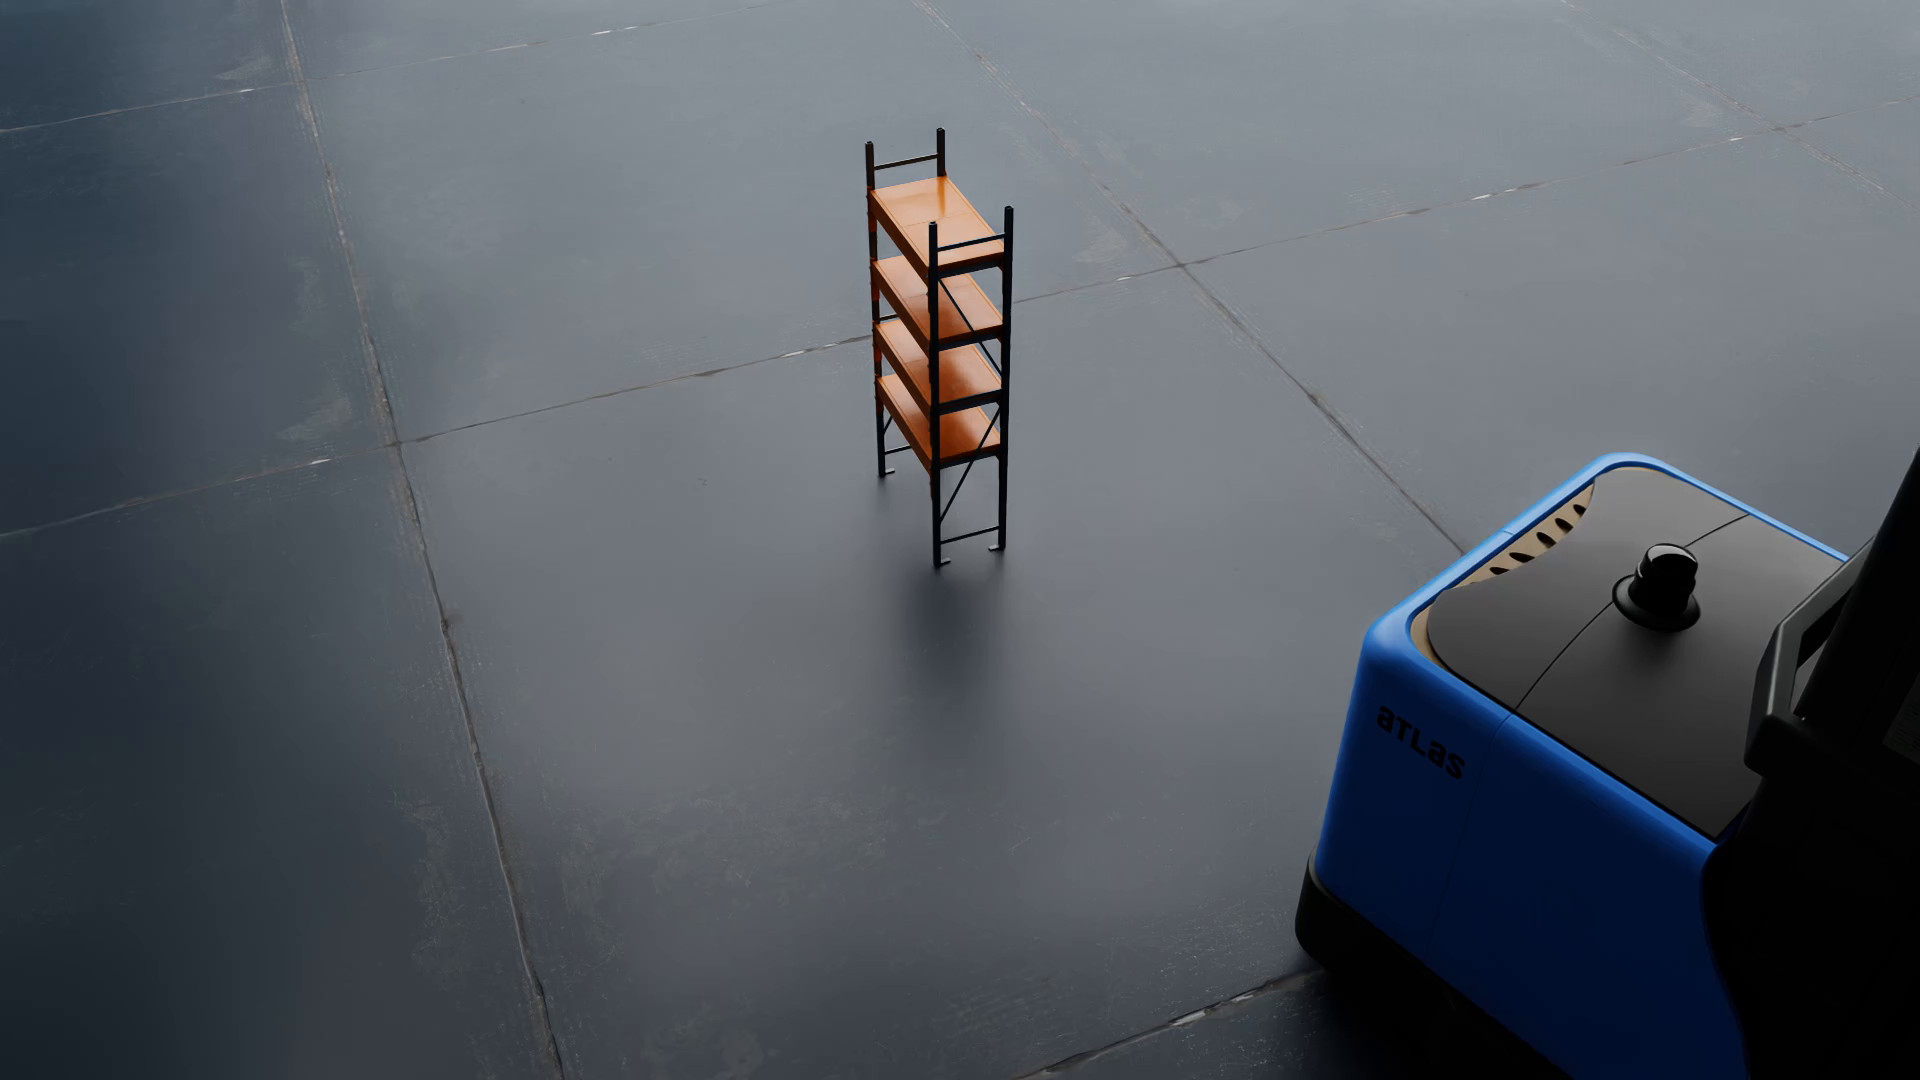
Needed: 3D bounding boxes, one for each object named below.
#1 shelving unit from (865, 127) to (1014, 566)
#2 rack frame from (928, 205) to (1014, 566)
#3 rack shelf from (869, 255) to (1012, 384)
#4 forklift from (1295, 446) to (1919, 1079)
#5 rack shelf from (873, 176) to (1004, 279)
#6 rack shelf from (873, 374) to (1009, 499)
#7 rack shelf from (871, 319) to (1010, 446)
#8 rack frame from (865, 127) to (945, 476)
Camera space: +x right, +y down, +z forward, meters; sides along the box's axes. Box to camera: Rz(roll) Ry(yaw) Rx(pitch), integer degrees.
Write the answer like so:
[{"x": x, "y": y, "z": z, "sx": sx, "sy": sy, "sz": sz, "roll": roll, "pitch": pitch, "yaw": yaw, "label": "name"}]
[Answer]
[{"x": -5.186, "y": -9.193, "z": 14.446, "sx": 0.597, "sy": 1.949, "sz": 28.100, "roll": -15, "pitch": 43, "yaw": -17, "label": "shelving unit"}, {"x": 0.030, "y": -0.408, "z": 4.804, "sx": 0.240, "sy": 1.200, "sz": 0.015, "roll": -15, "pitch": 43, "yaw": -17, "label": "rack frame"}, {"x": -0.063, "y": -0.673, "z": 4.873, "sx": 0.258, "sy": 0.148, "sz": 0.480, "roll": -15, "pitch": 43, "yaw": -17, "label": "rack shelf"}, {"x": 1.804, "y": 0.157, "z": 2.868, "sx": 1.129, "sy": 2.867, "sz": 1.939, "roll": -30, "pitch": 49, "yaw": -30, "label": "forklift"}, {"x": -0.063, "y": -0.882, "z": 4.693, "sx": 0.221, "sy": 0.050, "sz": 0.457, "roll": -15, "pitch": 43, "yaw": -17, "label": "rack shelf"}, {"x": -0.063, "y": -0.353, "z": 5.148, "sx": 0.258, "sy": 0.148, "sz": 0.480, "roll": -15, "pitch": 43, "yaw": -17, "label": "rack shelf"}, {"x": -5.189, "y": -9.370, "z": 14.300, "sx": 0.597, "sy": 1.490, "sz": 28.088, "roll": -15, "pitch": 43, "yaw": -17, "label": "rack shelf"}, {"x": -0.157, "y": -0.702, "z": 5.146, "sx": 0.240, "sy": 1.200, "sz": 0.015, "roll": -15, "pitch": 43, "yaw": -17, "label": "rack frame"}]
